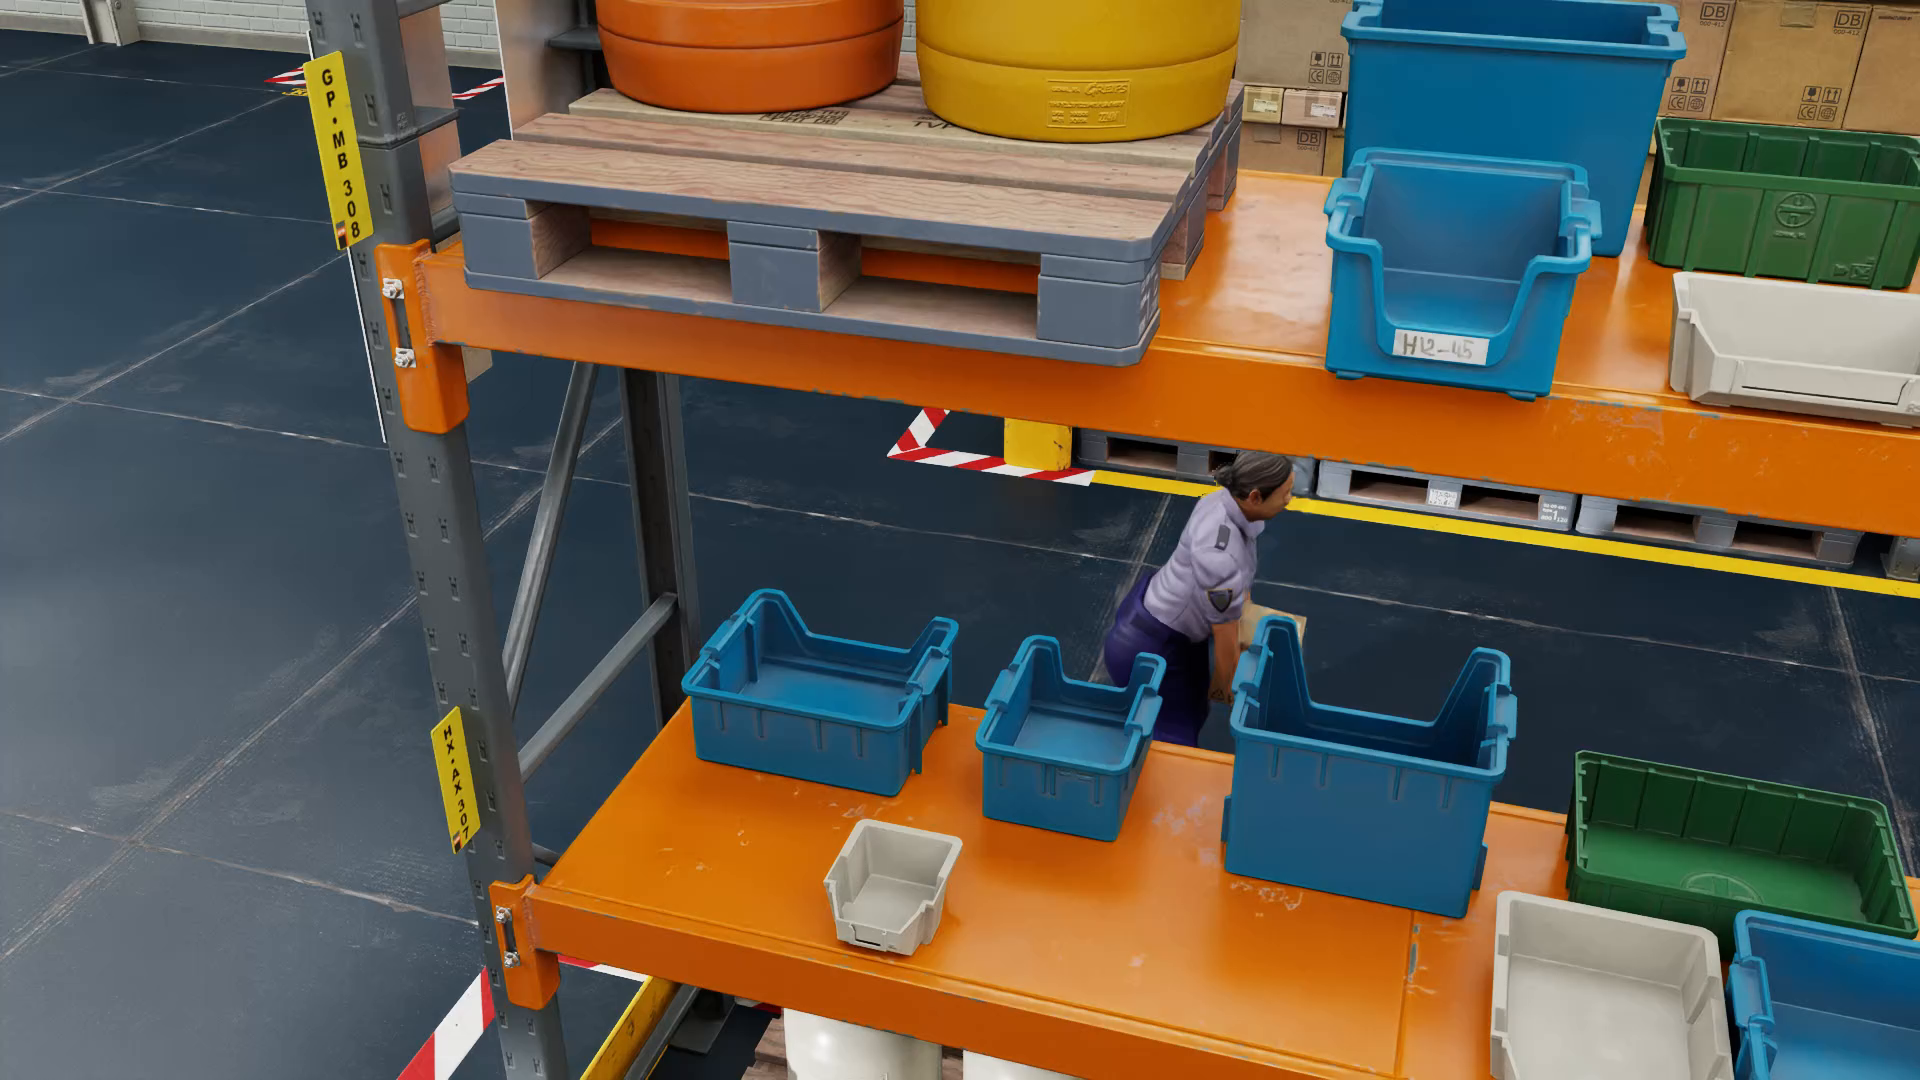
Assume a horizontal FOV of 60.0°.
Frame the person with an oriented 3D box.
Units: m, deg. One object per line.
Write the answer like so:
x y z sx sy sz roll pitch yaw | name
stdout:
0.694 0.332 5.546 0.375 1.651 0.562 7 30 12 | person
